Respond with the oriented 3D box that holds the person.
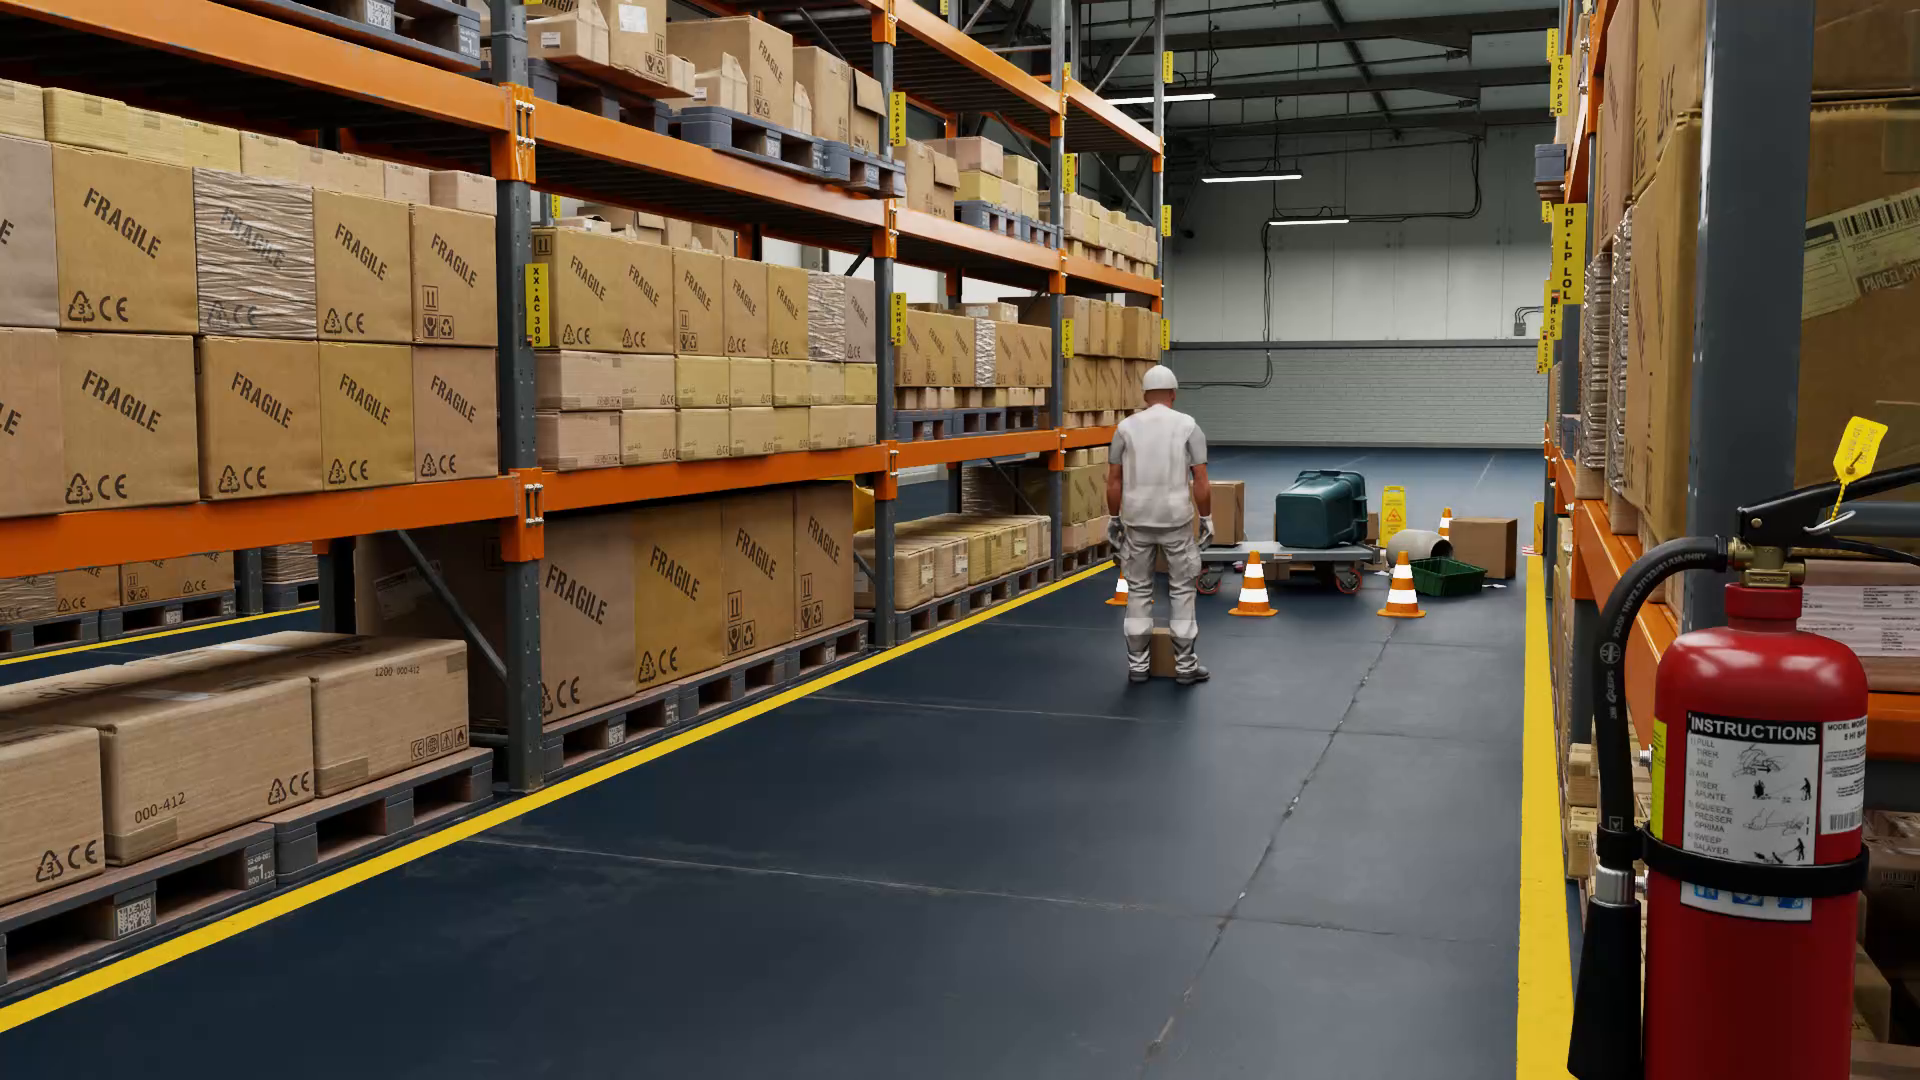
[{"bbox_3d":[15.569,-0.416,13.247,25.708,1.732,16.744,2,5,18],"label":"person"}]
